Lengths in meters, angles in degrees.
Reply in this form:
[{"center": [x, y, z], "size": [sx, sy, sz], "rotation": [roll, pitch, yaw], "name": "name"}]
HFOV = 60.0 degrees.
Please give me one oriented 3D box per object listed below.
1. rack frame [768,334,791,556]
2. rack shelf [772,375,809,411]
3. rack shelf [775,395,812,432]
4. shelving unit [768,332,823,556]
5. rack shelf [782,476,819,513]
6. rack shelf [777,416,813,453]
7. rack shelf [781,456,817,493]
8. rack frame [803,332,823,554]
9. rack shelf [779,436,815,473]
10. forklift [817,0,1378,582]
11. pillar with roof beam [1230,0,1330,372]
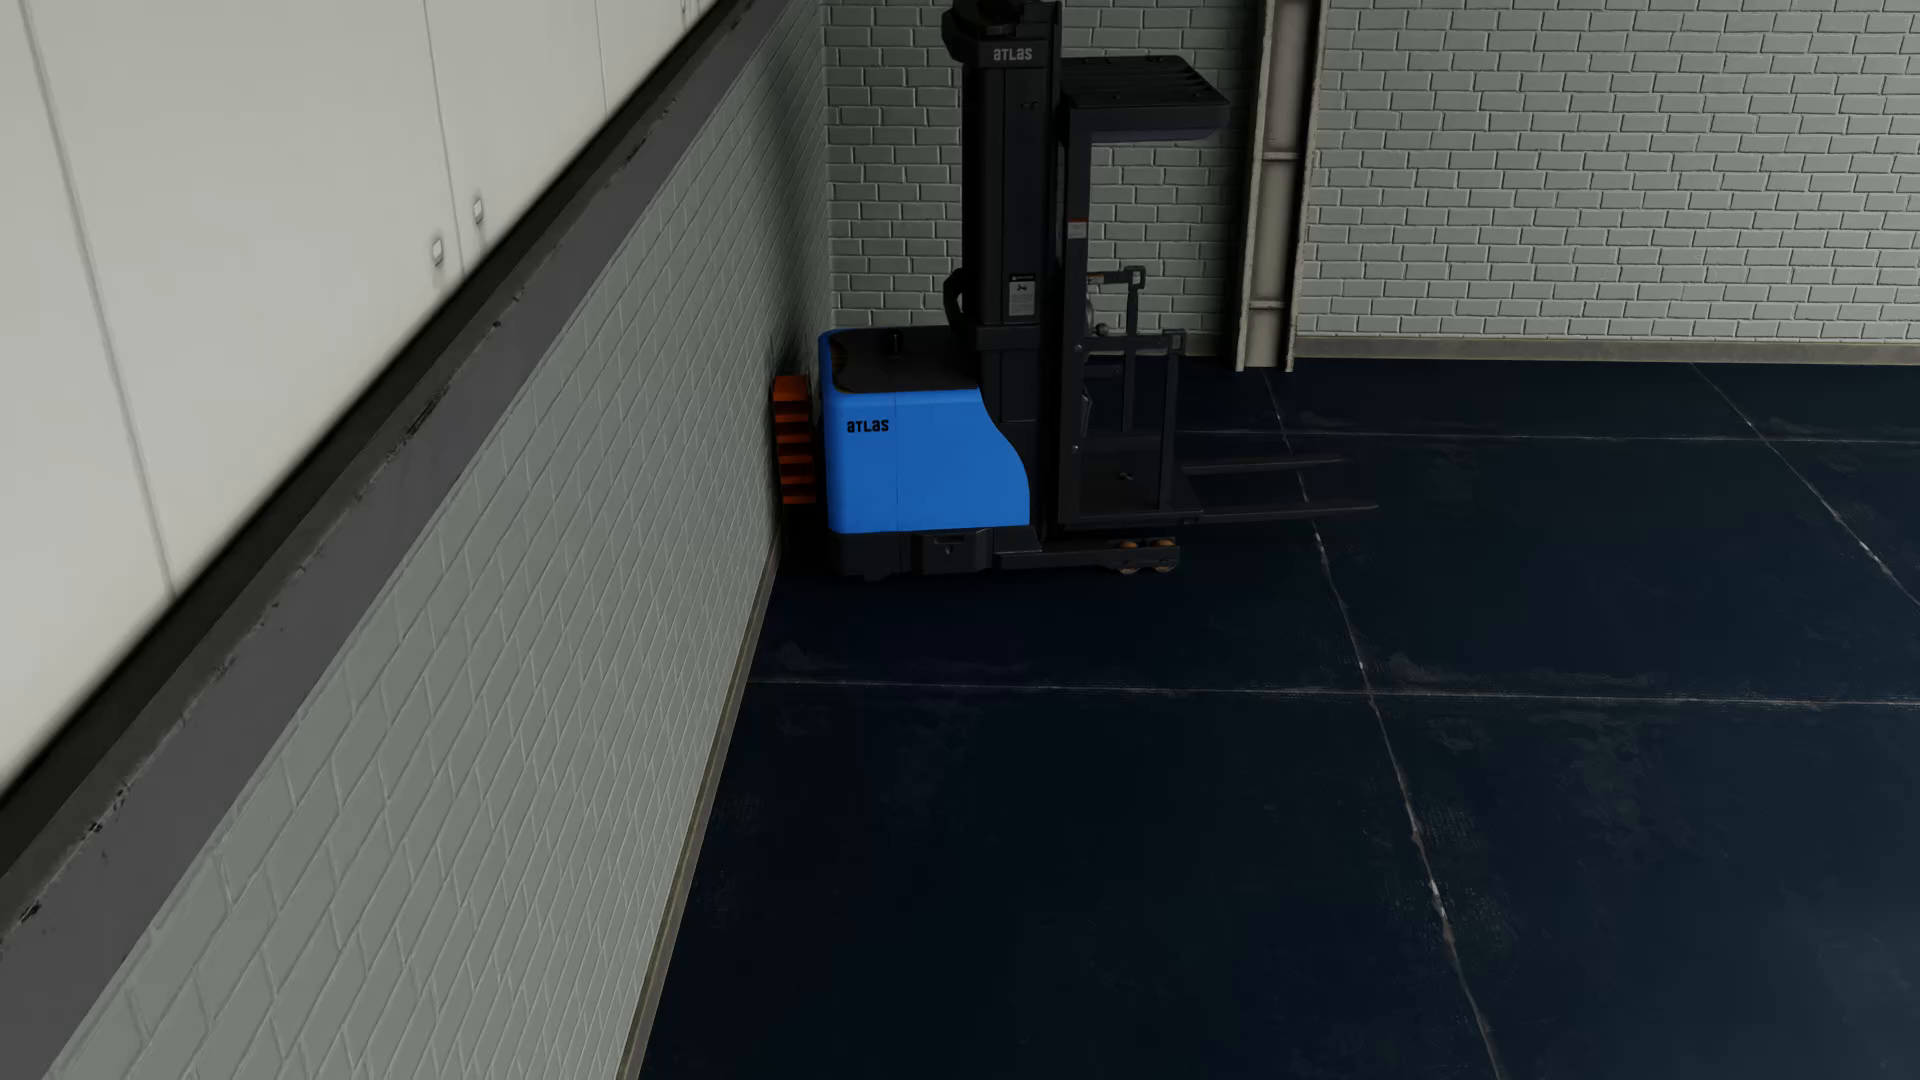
[{"center": [-0.966, -0.498, 8.908], "size": [0.006, 1.200, 0.240], "rotation": [-3, 28, -1], "name": "rack frame"}, {"center": [-0.886, -0.781, 8.762], "size": [0.180, 0.103, 0.258], "rotation": [-3, 28, -1], "name": "rack shelf"}, {"center": [-0.882, -0.675, 8.818], "size": [0.180, 0.103, 0.258], "rotation": [-3, 28, -1], "name": "rack shelf"}, {"center": [-0.875, -0.502, 8.910], "size": [0.189, 1.200, 0.258], "rotation": [-3, 28, -1], "name": "shelving unit"}, {"center": [-0.865, -0.251, 9.043], "size": [0.180, 0.103, 0.258], "rotation": [-3, 28, -1], "name": "rack shelf"}, {"center": [-0.878, -0.569, 8.874], "size": [0.180, 0.103, 0.258], "rotation": [-3, 28, -1], "name": "rack shelf"}, {"center": [-0.869, -0.357, 8.987], "size": [0.180, 0.103, 0.258], "rotation": [-3, 28, -1], "name": "rack shelf"}, {"center": [-0.784, -0.507, 8.911], "size": [0.006, 1.200, 0.240], "rotation": [-3, 28, -1], "name": "rack frame"}, {"center": [-0.873, -0.463, 8.931], "size": [0.180, 0.103, 0.258], "rotation": [-3, 28, -1], "name": "rack shelf"}, {"center": [0.757, -1.360, 8.686], "size": [3.031, 2.935, 1.130], "rotation": [-3, 28, -6], "name": "forklift"}, {"center": [1.942, -3.192, 5.664], "size": [0.400, 9.000, 9.100], "rotation": [1, 28, 2], "name": "pillar with roof beam"}]
